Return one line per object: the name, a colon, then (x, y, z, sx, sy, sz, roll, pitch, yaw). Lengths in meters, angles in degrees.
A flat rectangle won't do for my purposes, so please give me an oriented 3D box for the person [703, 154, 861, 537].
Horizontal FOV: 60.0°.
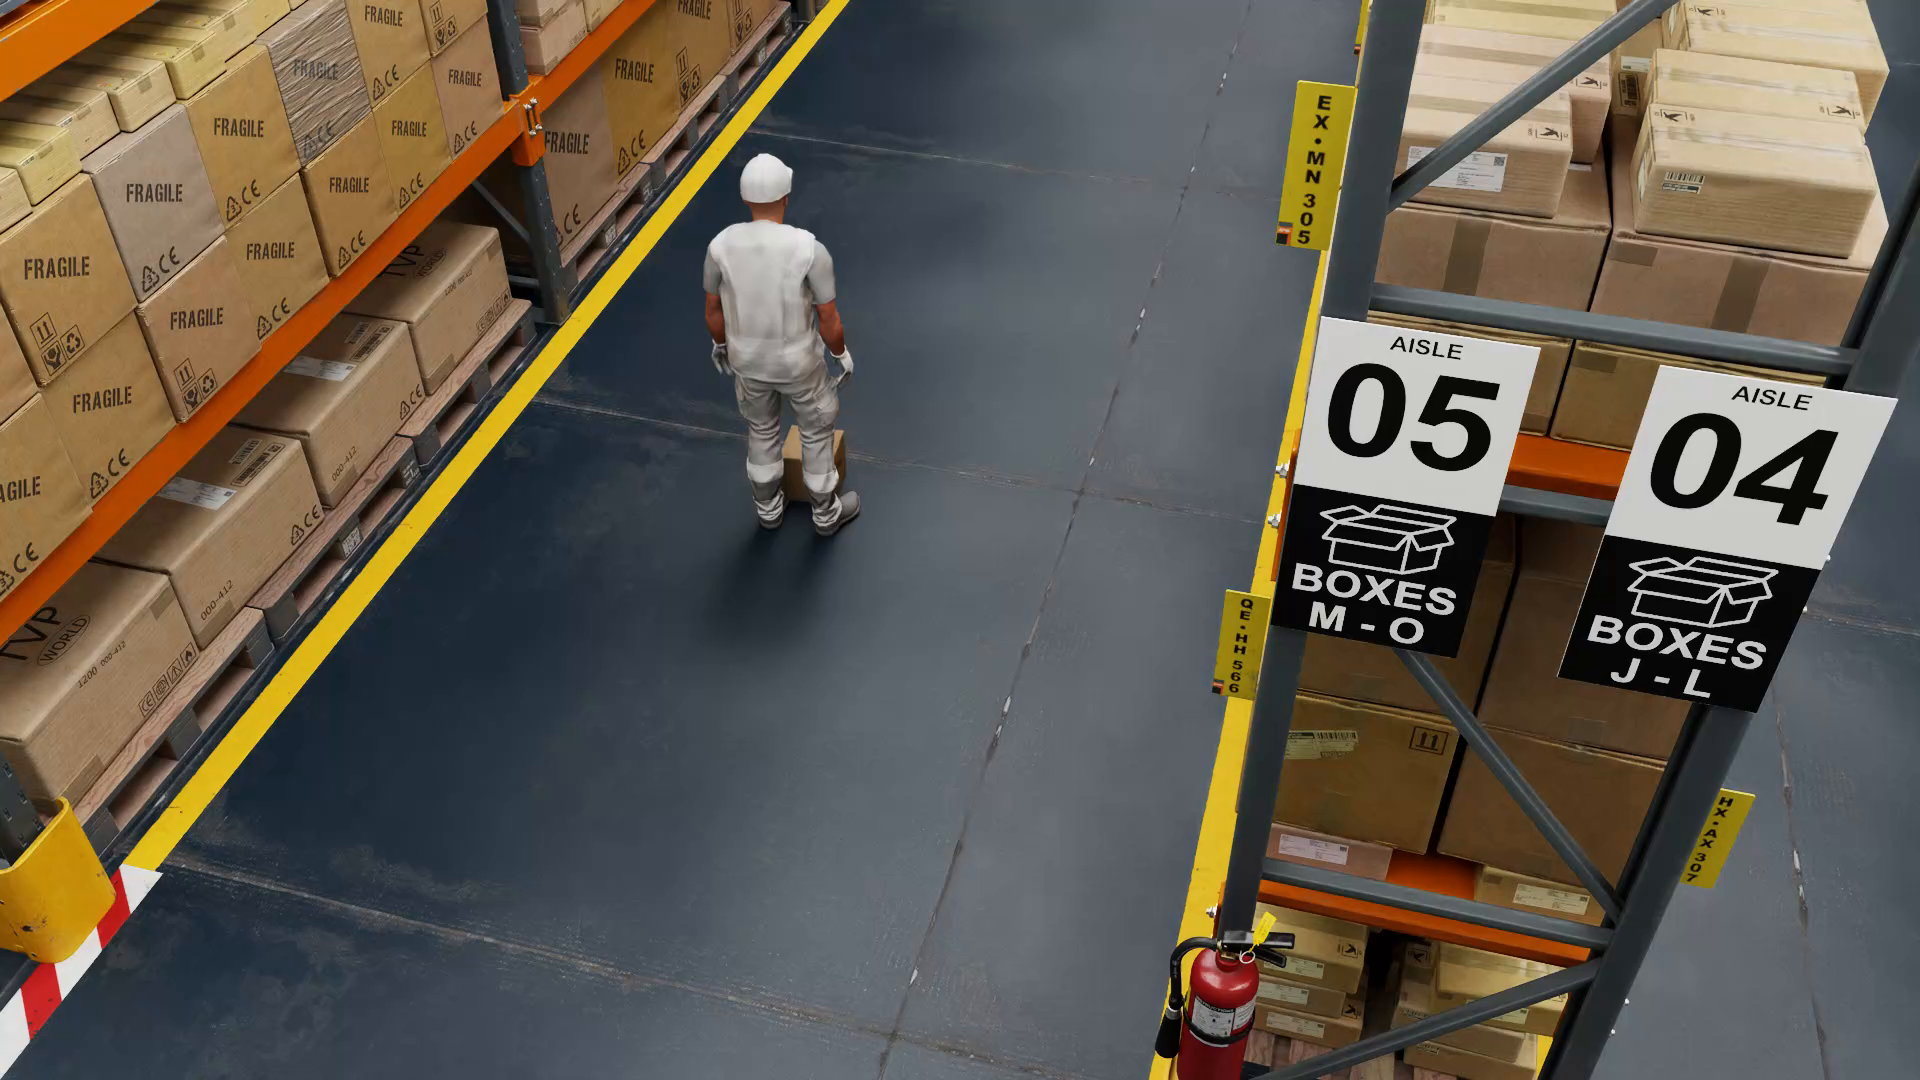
person: (-0.764, -0.788, 7.063, 0.621, 1.781, 0.445, 8, 41, 9)
